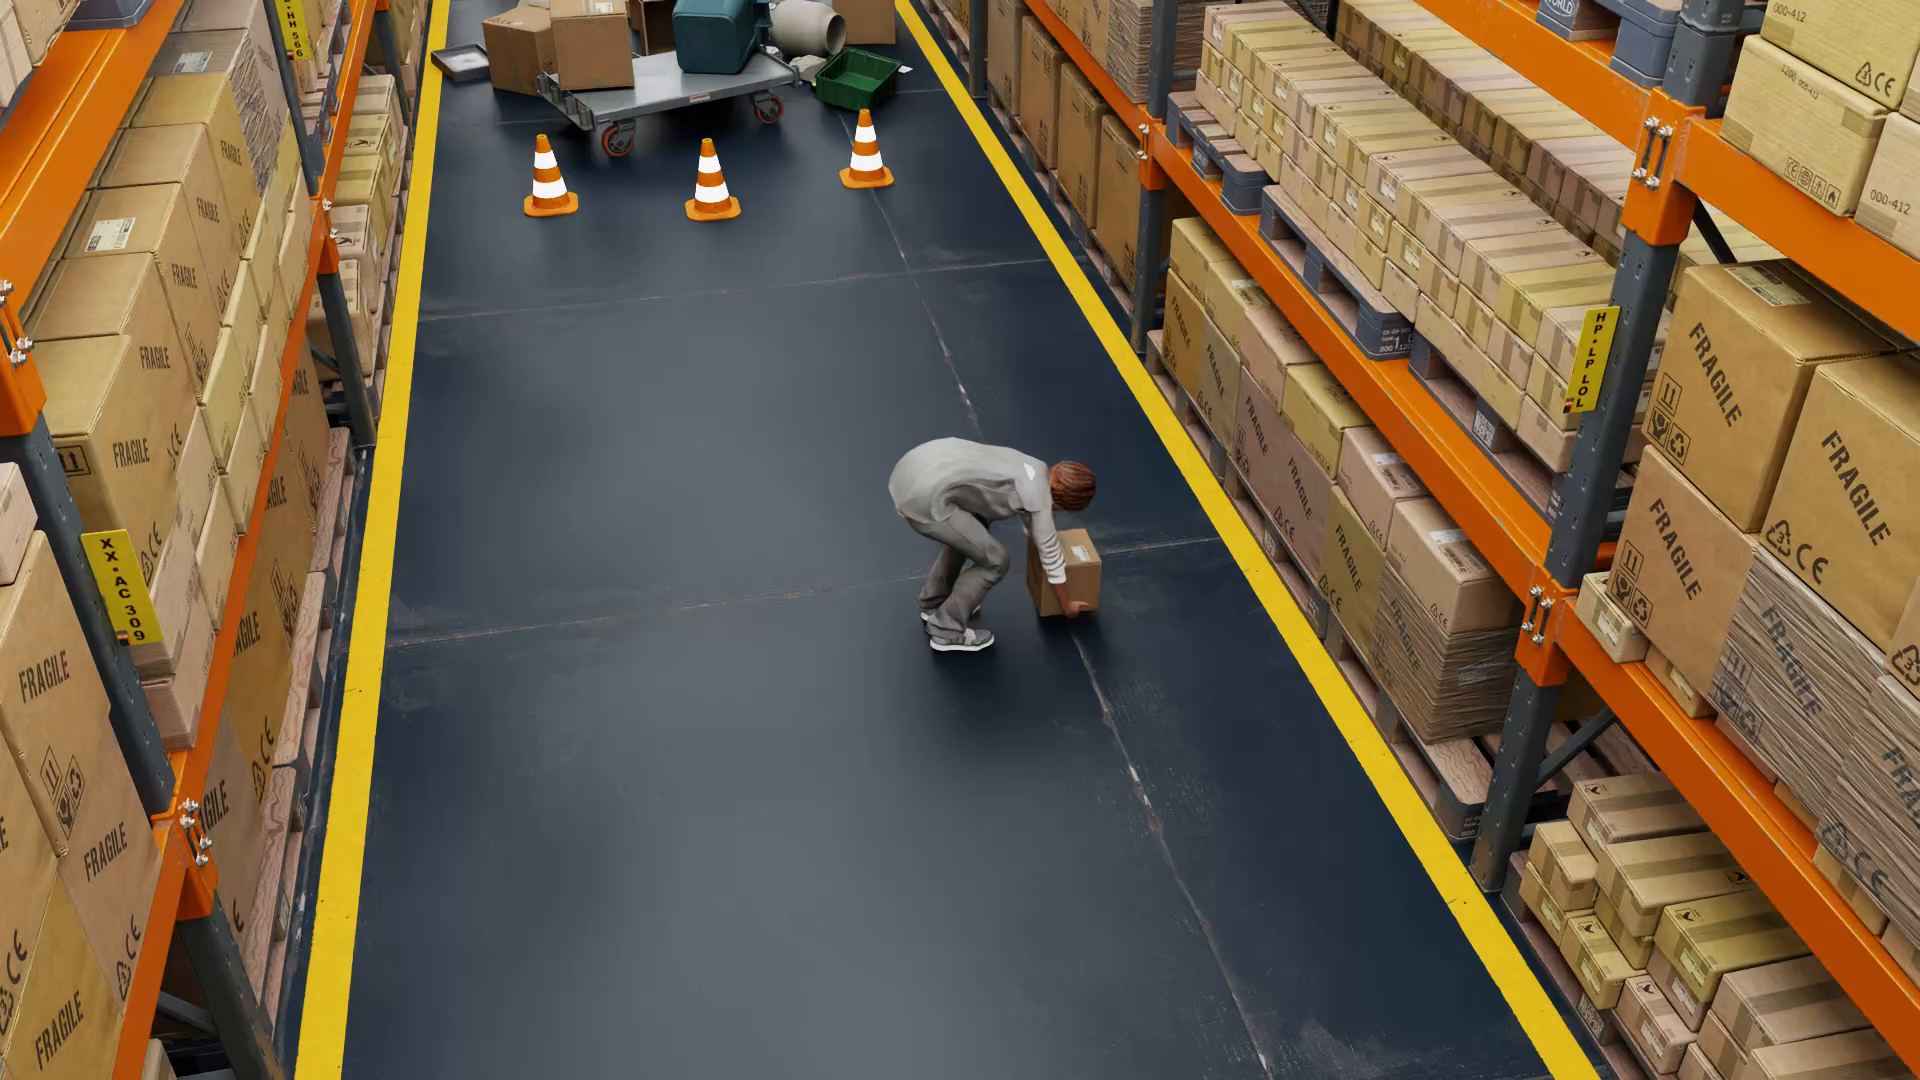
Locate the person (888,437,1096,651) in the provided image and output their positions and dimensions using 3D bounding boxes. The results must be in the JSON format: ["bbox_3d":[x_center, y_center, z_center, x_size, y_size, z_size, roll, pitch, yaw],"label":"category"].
[{"bbox_3d":[0.138,-0.017,6.778,0.858,0.911,0.420,-9,36,-13],"label":"person"}]
